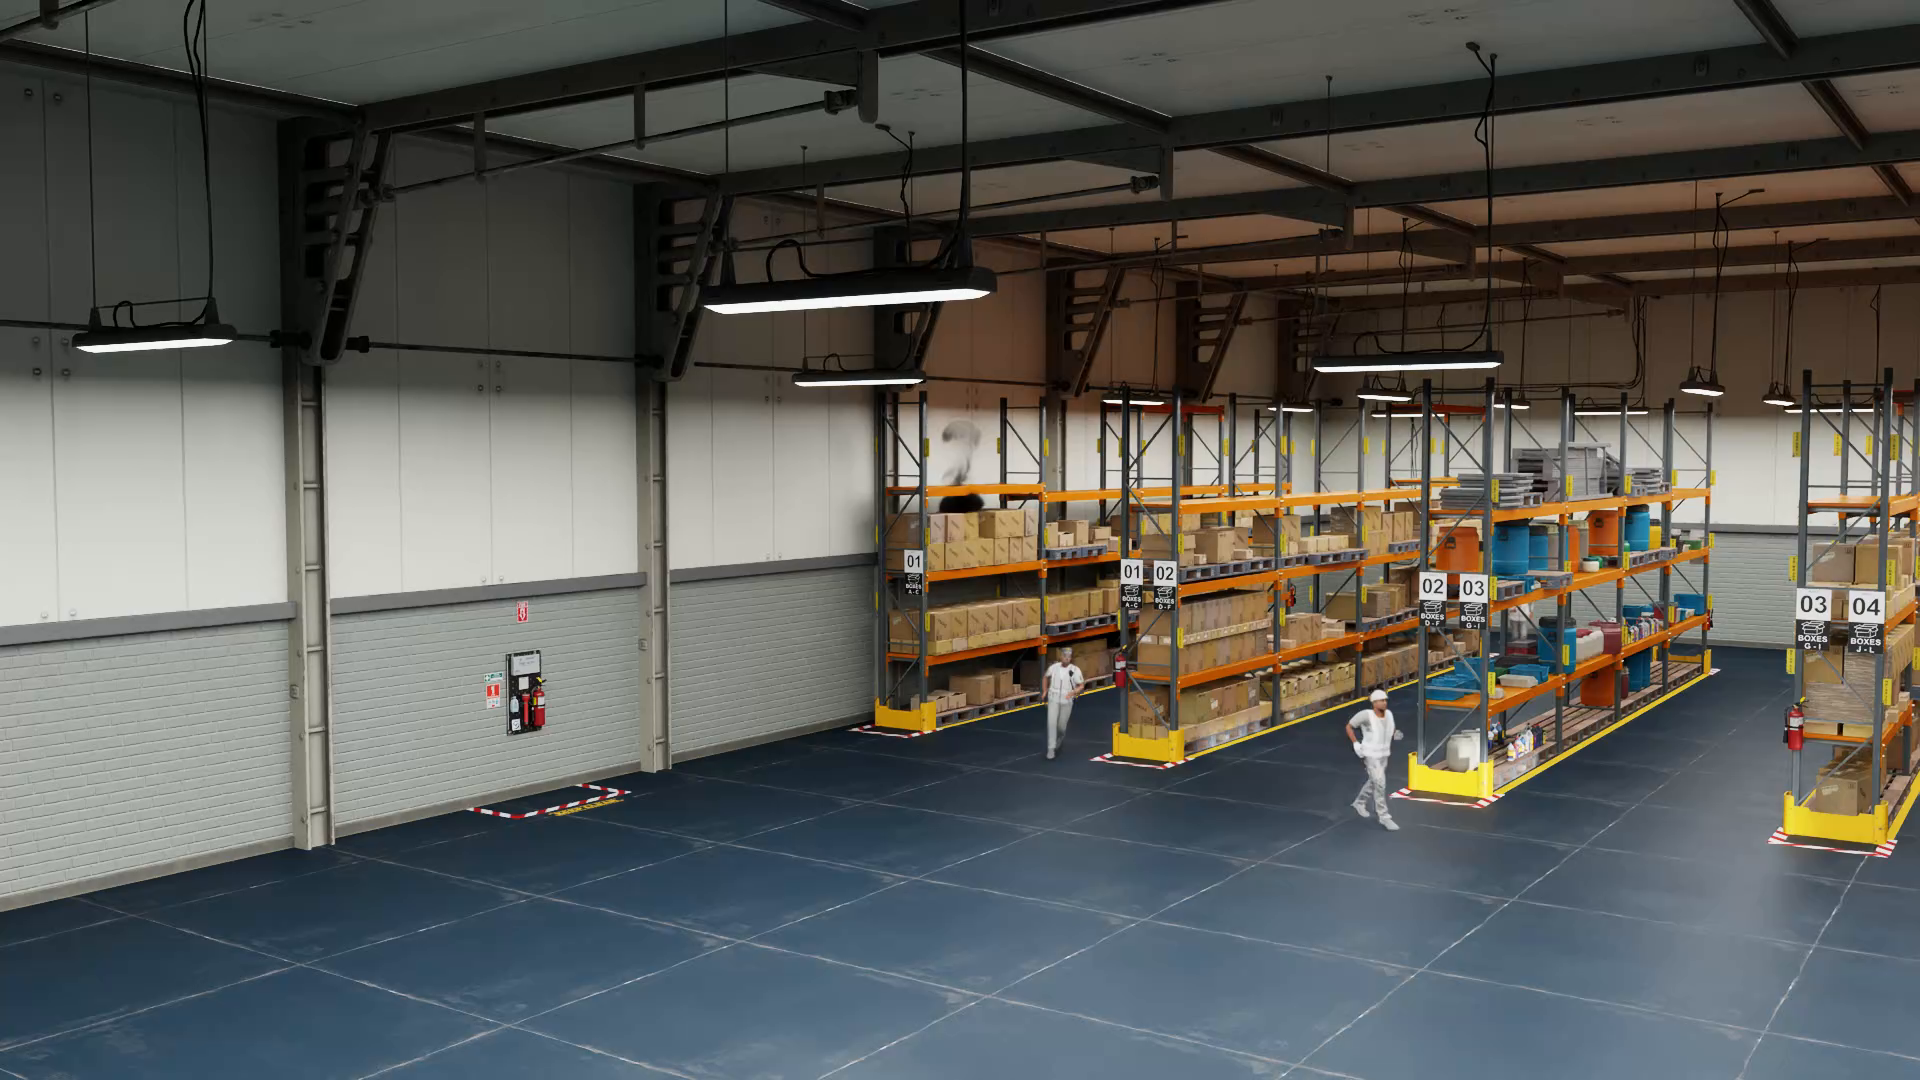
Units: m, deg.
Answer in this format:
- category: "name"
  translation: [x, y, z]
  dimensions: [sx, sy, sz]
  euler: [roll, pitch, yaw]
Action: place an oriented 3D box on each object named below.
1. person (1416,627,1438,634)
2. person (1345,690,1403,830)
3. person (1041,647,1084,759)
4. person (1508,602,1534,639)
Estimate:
- category: "person"
  translation: [11.837, 1.769, 41.830]
  dimensions: [0.902, 1.766, 0.705]
  euler: [3, 4, 43]
- category: "person"
  translation: [5.501, 2.874, 22.056]
  dimensions: [0.685, 1.802, 0.883]
  euler: [-2, 4, -31]
- category: "person"
  translation: [1.667, 2.630, 27.106]
  dimensions: [0.701, 1.770, 0.842]
  euler: [1, 3, 9]
- category: "person"
  translation: [13.272, 1.931, 39.461]
  dimensions: [0.670, 1.843, 0.811]
  euler: [1, 3, 19]
